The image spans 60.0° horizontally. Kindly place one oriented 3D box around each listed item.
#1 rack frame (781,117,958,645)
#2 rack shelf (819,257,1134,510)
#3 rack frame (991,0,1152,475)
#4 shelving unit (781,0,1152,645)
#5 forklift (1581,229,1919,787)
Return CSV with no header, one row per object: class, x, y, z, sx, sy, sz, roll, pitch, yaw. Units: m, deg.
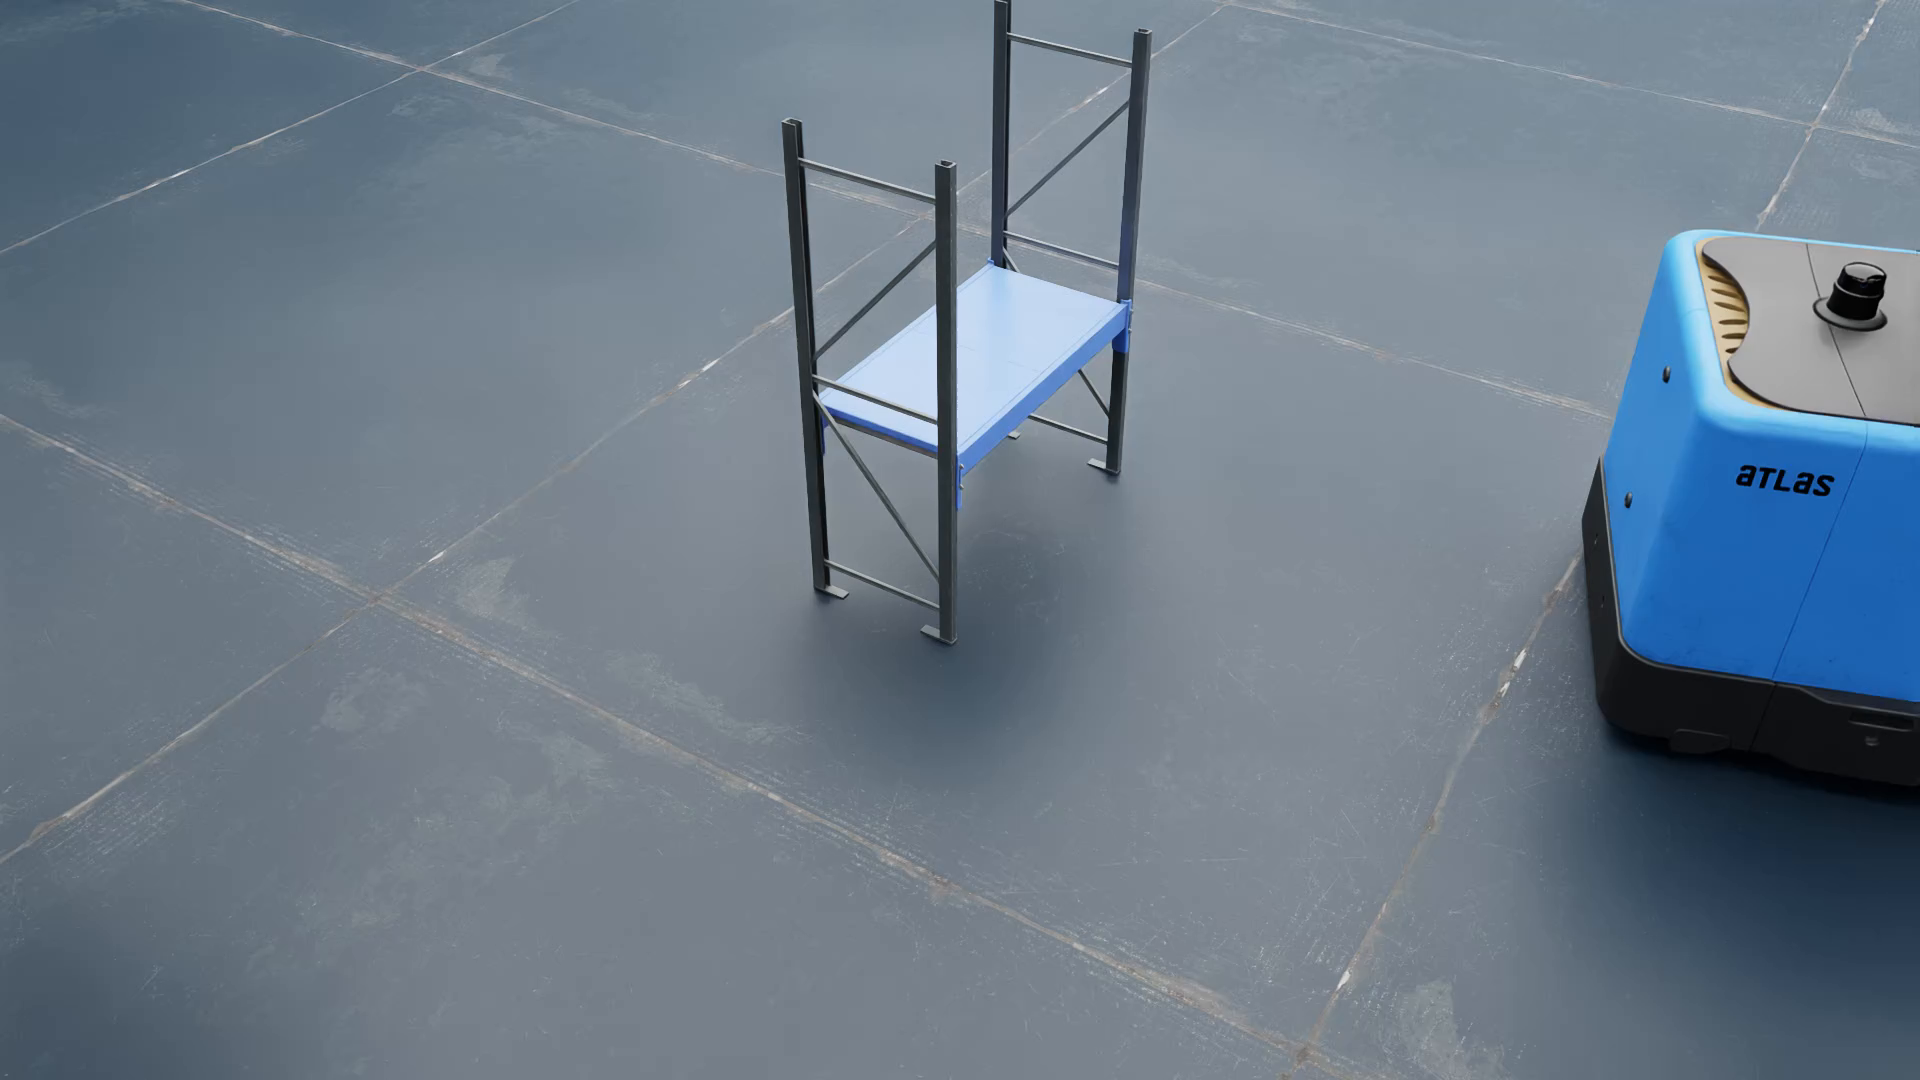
rack frame,-0.227,-0.376,4.509,0.500,1.500,0.032,21,42,25
rack shelf,0.046,-0.496,4.959,0.538,0.185,1.000,21,42,25
rack frame,0.318,-0.900,5.189,0.500,1.500,0.032,21,42,25
shelving unit,0.046,-0.638,4.849,0.538,1.500,1.048,21,42,25
forklift,3.317,-0.691,3.746,3.031,2.935,1.130,8,38,11
